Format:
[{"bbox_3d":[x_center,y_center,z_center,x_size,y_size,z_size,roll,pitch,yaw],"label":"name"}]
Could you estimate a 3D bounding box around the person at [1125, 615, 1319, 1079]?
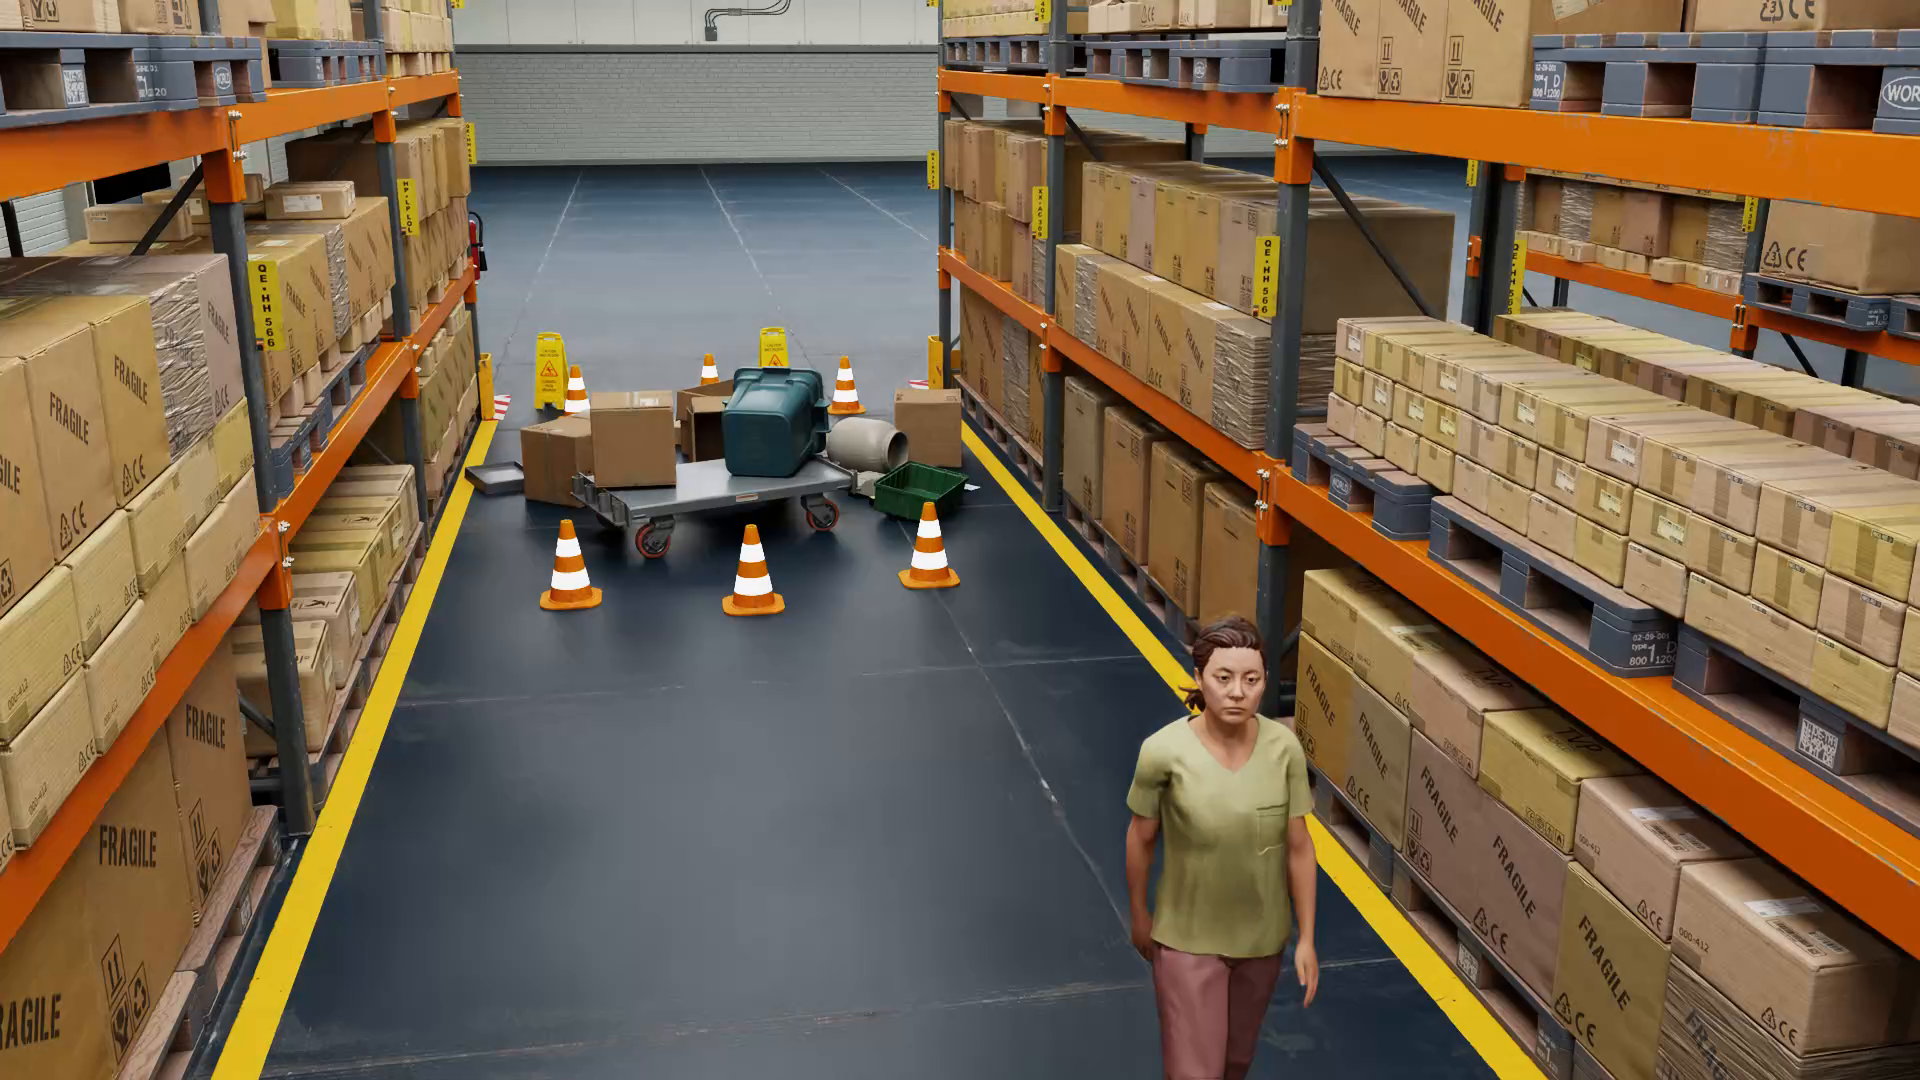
[{"bbox_3d":[0.657,1.034,4.098,0.445,1.732,0.601,-4,17,-12],"label":"person"}]
